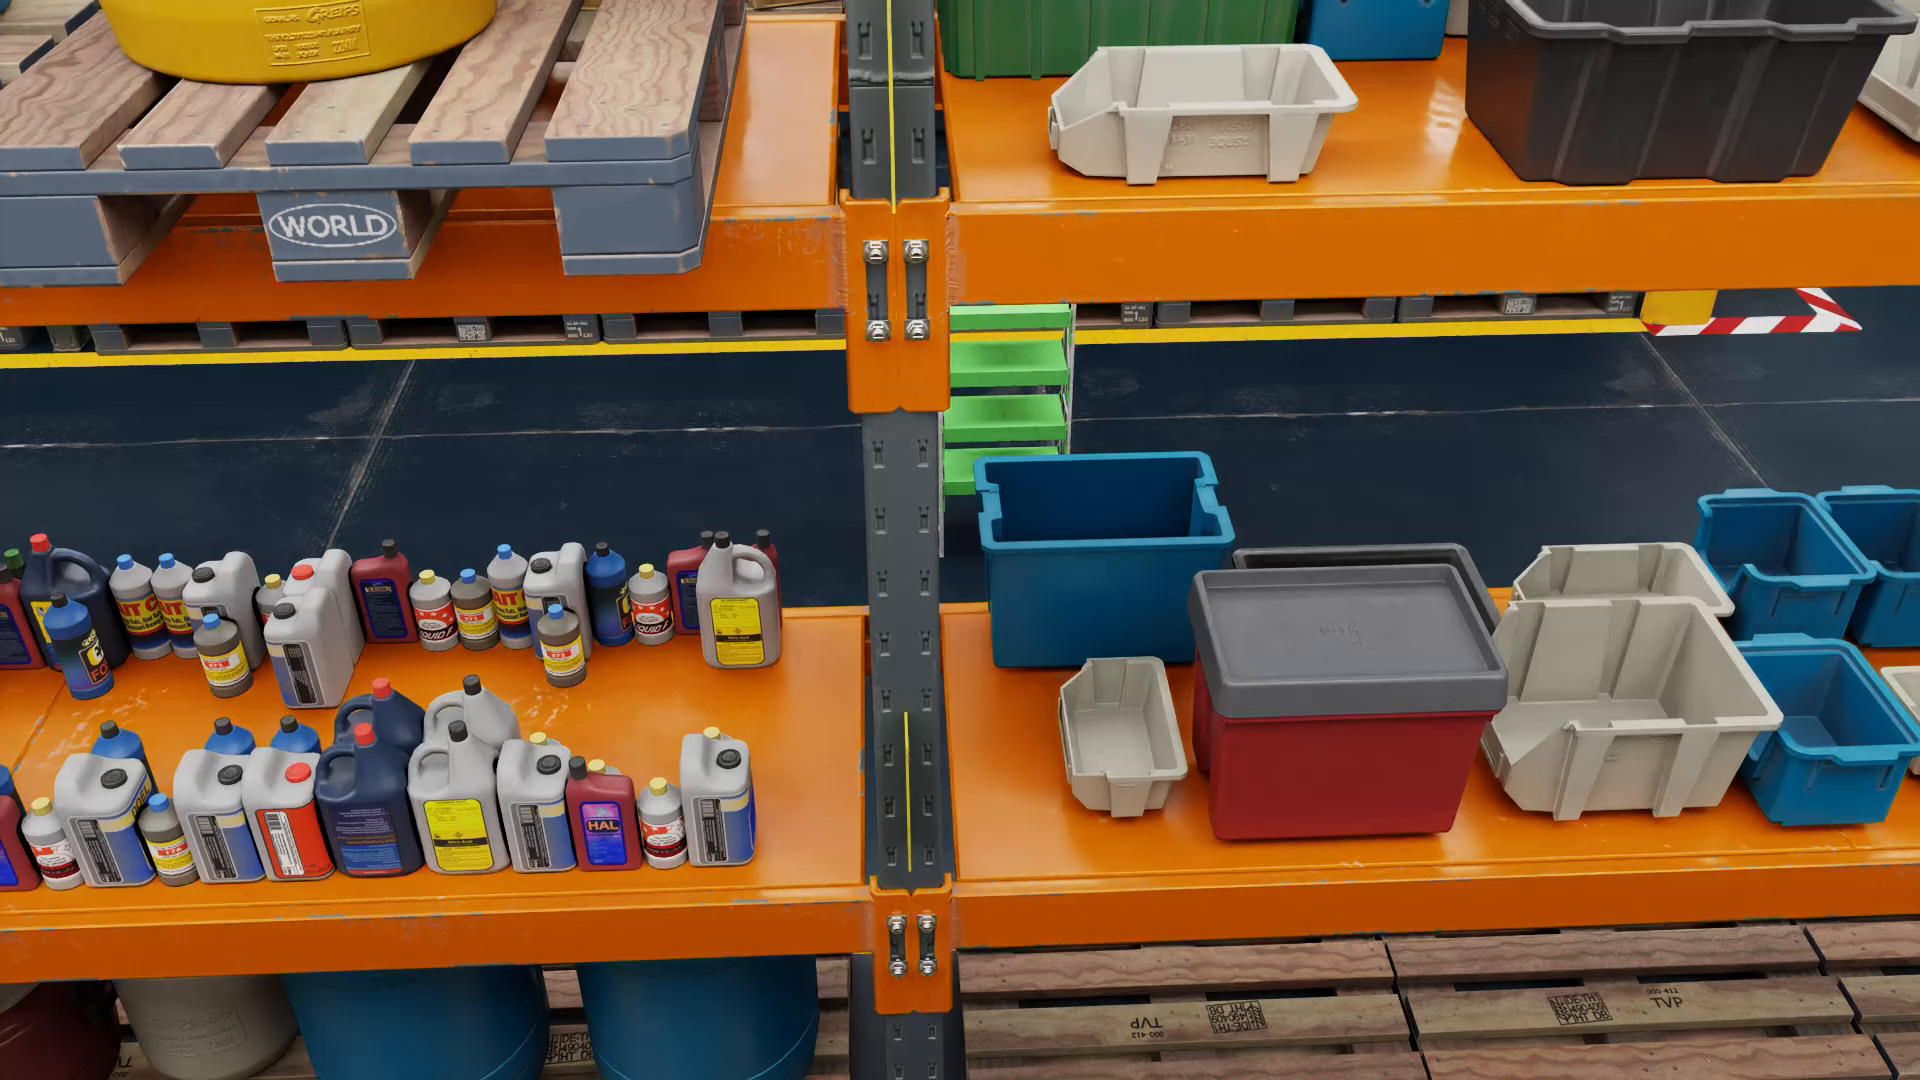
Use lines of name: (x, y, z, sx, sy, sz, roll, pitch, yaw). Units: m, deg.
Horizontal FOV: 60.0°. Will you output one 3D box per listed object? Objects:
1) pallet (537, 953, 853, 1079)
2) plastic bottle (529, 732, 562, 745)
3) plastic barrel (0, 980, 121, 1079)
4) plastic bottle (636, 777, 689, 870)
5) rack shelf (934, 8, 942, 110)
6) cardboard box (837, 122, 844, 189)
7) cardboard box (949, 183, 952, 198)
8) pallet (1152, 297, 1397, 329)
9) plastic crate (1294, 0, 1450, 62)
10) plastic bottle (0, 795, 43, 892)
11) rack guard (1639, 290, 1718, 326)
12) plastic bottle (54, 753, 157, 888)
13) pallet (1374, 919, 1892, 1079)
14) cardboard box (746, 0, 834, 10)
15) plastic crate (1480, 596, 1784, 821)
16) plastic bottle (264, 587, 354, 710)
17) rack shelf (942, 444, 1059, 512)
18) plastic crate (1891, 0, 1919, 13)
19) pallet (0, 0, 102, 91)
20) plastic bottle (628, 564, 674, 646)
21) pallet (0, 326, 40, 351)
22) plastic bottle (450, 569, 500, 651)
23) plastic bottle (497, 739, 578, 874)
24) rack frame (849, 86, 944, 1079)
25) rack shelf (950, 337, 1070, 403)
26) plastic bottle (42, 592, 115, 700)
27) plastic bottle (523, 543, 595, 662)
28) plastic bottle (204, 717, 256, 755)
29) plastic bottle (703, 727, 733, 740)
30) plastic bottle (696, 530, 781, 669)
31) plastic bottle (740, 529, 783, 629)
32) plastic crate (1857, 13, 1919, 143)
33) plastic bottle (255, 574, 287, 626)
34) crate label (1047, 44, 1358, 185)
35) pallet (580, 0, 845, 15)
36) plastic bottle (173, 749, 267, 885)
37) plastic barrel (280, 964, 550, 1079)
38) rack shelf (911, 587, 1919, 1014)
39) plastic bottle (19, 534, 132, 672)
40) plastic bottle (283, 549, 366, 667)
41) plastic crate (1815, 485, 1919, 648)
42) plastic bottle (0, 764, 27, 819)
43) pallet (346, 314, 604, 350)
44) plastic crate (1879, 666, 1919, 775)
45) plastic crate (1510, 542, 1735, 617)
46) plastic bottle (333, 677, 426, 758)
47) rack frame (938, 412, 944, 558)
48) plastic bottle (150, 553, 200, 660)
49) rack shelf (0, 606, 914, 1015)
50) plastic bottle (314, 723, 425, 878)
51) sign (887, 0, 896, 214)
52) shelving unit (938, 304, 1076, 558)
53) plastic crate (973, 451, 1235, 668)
pallet: (-0.896, 1.428, 4.501, 1.213, 0.211, 1.003, -2, 35, -2)
plastic bottle: (-0.891, 0.500, 3.567, 0.097, 0.201, 0.097, 0, 35, 0)
plastic barrel: (-2.503, 1.157, 4.192, 0.708, 0.588, 0.600, -2, 35, -2)
plastic bottle: (-0.616, 0.579, 3.452, 0.097, 0.201, 0.097, 0, 35, 0)
rack shelf: (1.643, -2.290, 8.055, 4.000, 0.370, 1.077, -2, 35, -2)
cardboard box: (-0.849, -1.810, 8.540, 0.500, 0.500, 0.500, -3, 35, -4)
cardboard box: (0.201, -1.861, 8.614, 0.500, 0.500, 0.500, -2, 35, -2)
pallet: (1.553, -1.437, 8.642, 1.213, 0.211, 1.003, -2, 35, -2)
plastic crate: (0.771, -1.086, 3.195, 0.300, 0.233, 0.416, -2, 35, -2)
plastic bottle: (-1.966, 0.592, 3.361, 0.133, 0.283, 0.061, -2, 35, -2)
rack guard: (3.565, -1.610, 8.636, 0.348, 0.500, 1.175, -2, 35, -2)
plastic bottle: (-1.737, 0.563, 3.410, 0.135, 0.276, 0.152, -2, 35, -2)
pallet: (1.831, 1.354, 4.608, 1.213, 0.211, 1.003, -2, 35, -2)
cardboard box: (-0.838, -2.860, 7.790, 0.500, 0.500, 0.700, -13, 37, -18)
plastic crate: (1.410, 0.372, 3.628, 0.530, 0.282, 0.437, -2, 35, -2)
plastic bottle: (-1.522, 0.242, 3.873, 0.135, 0.276, 0.152, -2, 35, -2)
rack shelf: (0.165, -0.248, 6.588, 0.480, 0.148, 0.258, -2, 35, -2)
plastic crate: (1.643, -1.124, 3.207, 0.530, 0.282, 0.437, -2, 35, -2)
pallet: (-2.035, -0.763, 2.746, 1.213, 0.211, 1.003, -2, 35, -2)
plastic bottle: (-0.758, 0.150, 4.072, 0.097, 0.201, 0.097, 0, 35, 0)
pallet: (-5.174, -1.277, 8.410, 1.213, 0.211, 1.003, -2, 35, -2)
plastic bottle: (-1.184, 0.162, 4.055, 0.097, 0.201, 0.097, 0, 35, 0)
plastic bottle: (-0.867, 0.539, 3.444, 0.135, 0.276, 0.152, -2, 35, -2)
rack frame: (-0.124, 0.284, 3.704, 0.127, 3.000, 1.000, -2, 35, -2)
rack shelf: (0.165, -0.643, 6.315, 0.480, 0.148, 0.258, -2, 35, -2)
plastic bottle: (-2.065, 0.239, 3.882, 0.097, 0.271, 0.097, 0, 35, 0)
plastic bottle: (-0.969, 0.141, 4.020, 0.135, 0.276, 0.152, -2, 35, -2)
plastic bottle: (-1.530, 0.488, 3.522, 0.097, 0.271, 0.097, 0, 35, 0)
plastic bottle: (-0.526, 0.490, 3.581, 0.097, 0.201, 0.097, 0, 35, 0)
plastic bottle: (-0.531, 0.131, 3.969, 0.185, 0.351, 0.144, -2, 35, -2)
plastic bottle: (-0.510, 0.099, 4.073, 0.133, 0.283, 0.061, -2, 35, -2)
plastic crate: (1.820, -0.752, 2.797, 0.530, 0.136, 0.437, -2, 35, -2)
plastic bottle: (-1.646, 0.174, 4.037, 0.097, 0.201, 0.097, 0, 35, 0)
crate label: (0.379, -0.690, 2.707, 0.466, 0.136, 0.293, -2, 35, -2)
pallet: (-1.158, -2.493, 7.885, 1.213, 0.211, 1.003, -2, 35, -2)
plastic bottle: (-1.505, 0.557, 3.419, 0.135, 0.276, 0.152, -2, 35, -2)
plastic barrel: (-1.375, 0.998, 4.146, 0.708, 0.901, 0.600, -2, 35, -2)
rack shelf: (1.874, 0.526, 3.986, 4.000, 0.370, 1.077, -2, 35, -2)
plastic bottle: (-2.115, 0.139, 3.957, 0.185, 0.351, 0.144, -2, 35, -2)
plastic bottle: (-1.529, 0.156, 3.998, 0.135, 0.276, 0.152, -2, 35, -2)
plastic crate: (2.295, 0.075, 4.099, 0.300, 0.233, 0.416, -2, 35, -2)
plastic bottle: (-1.987, 0.552, 3.429, 0.097, 0.271, 0.097, 0, 35, 0)
pallet: (-2.387, -1.307, 8.453, 1.213, 0.211, 1.003, -2, 35, -2)
plastic crate: (2.204, 0.425, 3.680, 0.250, 0.136, 0.298, -2, 35, -2)
plastic crate: (1.602, 0.150, 4.076, 0.466, 0.136, 0.293, -2, 35, -2)
plastic bottle: (-1.218, 0.438, 3.524, 0.185, 0.351, 0.144, -2, 35, -2)
rack frame: (-0.078, -0.491, 6.405, 0.015, 1.200, 0.240, -2, 35, -2)
plastic bottle: (-1.878, 0.152, 4.008, 0.097, 0.271, 0.097, 0, 35, 0)
rack shelf: (-2.121, 0.634, 3.830, 4.000, 0.370, 1.077, -2, 35, -2)
plastic bottle: (-1.211, 0.520, 3.406, 0.185, 0.351, 0.144, -2, 35, -2)
sign: (-0.099, -0.640, 2.396, 0.005, 0.325, 0.100, -2, 35, -2)
shelving unit: (0.165, -0.498, 6.415, 0.503, 1.200, 0.258, -2, 35, -2)
plastic crate: (0.327, 0.060, 3.989, 0.575, 0.384, 0.392, -2, 35, -2)
